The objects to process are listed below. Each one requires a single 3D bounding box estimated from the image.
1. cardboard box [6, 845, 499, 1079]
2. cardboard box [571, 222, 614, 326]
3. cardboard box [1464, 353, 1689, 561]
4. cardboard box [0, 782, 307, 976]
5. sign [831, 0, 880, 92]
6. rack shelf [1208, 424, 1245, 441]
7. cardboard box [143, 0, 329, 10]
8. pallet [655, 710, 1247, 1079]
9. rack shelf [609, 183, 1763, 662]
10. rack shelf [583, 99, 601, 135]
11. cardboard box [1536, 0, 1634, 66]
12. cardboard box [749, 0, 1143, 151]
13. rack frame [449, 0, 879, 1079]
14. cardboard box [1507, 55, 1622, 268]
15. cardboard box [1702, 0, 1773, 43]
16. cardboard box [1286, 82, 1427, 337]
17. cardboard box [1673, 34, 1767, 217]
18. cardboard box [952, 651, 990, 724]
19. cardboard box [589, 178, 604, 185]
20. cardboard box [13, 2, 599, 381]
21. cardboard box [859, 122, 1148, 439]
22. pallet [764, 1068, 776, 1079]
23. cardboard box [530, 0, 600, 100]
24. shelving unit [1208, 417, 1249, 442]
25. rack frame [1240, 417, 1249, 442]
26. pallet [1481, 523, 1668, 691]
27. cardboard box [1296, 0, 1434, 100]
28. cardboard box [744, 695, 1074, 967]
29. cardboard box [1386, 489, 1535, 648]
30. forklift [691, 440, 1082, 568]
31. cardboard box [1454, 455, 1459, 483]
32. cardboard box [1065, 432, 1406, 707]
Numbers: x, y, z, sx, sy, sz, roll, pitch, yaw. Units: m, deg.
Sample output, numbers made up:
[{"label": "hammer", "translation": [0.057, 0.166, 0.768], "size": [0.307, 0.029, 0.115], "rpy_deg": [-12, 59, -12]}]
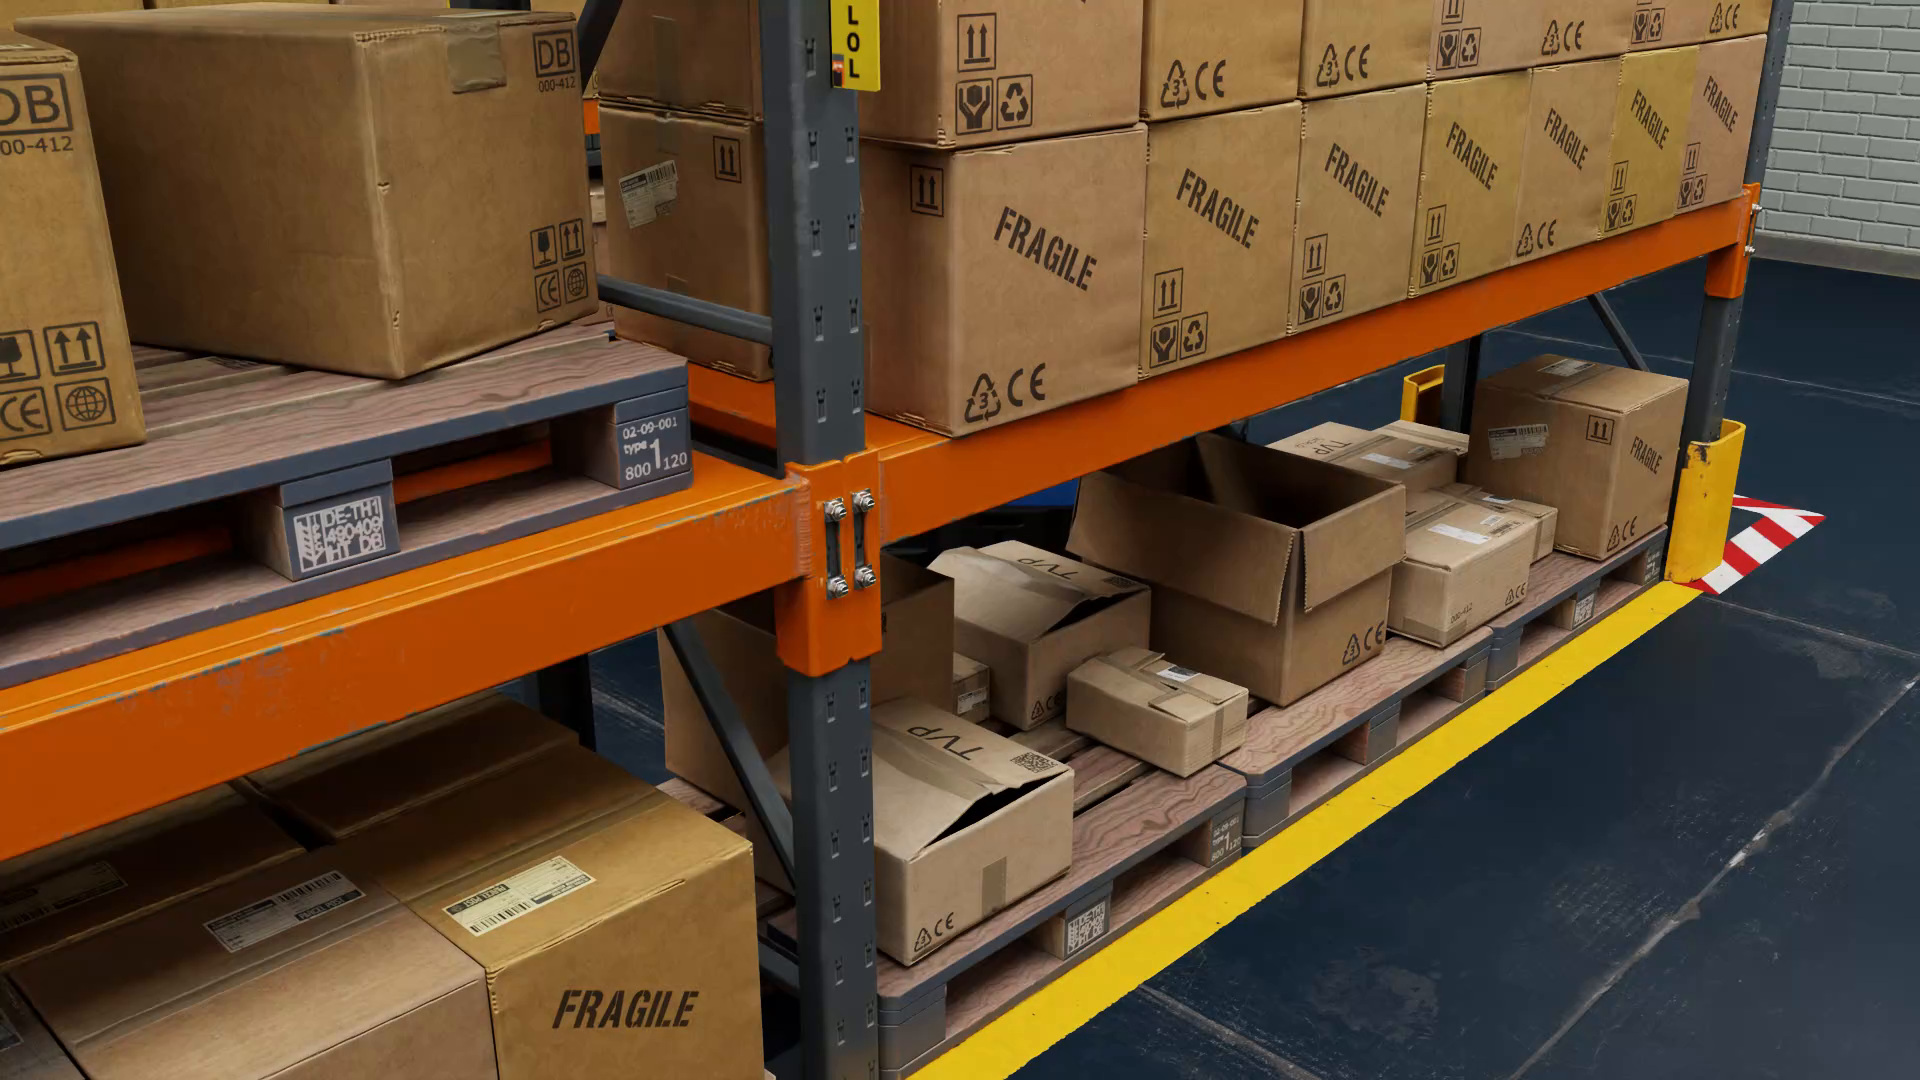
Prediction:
[{"label": "cardboard box", "translation": [-1.045, 0.861, 2.524], "size": [0.500, 0.500, 0.500], "rpy_deg": [19, 28, 41]}, {"label": "cardboard box", "translation": [-2.082, -1.387, 8.400], "size": [0.700, 0.500, 0.500], "rpy_deg": [19, 28, 40]}, {"label": "cardboard box", "translation": [2.032, -0.289, 5.517], "size": [0.500, 0.500, 0.500], "rpy_deg": [19, 28, 41]}, {"label": "cardboard box", "translation": [-1.431, 0.741, 2.837], "size": [0.500, 0.500, 0.500], "rpy_deg": [-20, 28, -41]}, {"label": "sign", "translation": [-0.155, -0.826, 2.430], "size": [0.100, 0.325, 0.005], "rpy_deg": [19, 28, 41]}, {"label": "rack shelf", "translation": [0.913, -0.378, 6.127], "size": [0.200, 0.077, 0.258], "rpy_deg": [2, 21, -8]}, {"label": "cardboard box", "translation": [-3.204, -2.124, 7.003], "size": [0.980, 0.700, 0.700], "rpy_deg": [18, 28, 39]}, {"label": "pallet", "translation": [-0.075, 0.702, 3.955], "size": [1.003, 0.211, 1.213], "rpy_deg": [19, 28, 41]}, {"label": "rack shelf", "translation": [0.840, -0.602, 4.463], "size": [1.077, 0.370, 4.000], "rpy_deg": [19, 28, 41]}, {"label": "rack shelf", "translation": [-2.712, -1.841, 7.686], "size": [1.077, 0.370, 4.000], "rpy_deg": [19, 28, 41]}, {"label": "cardboard box", "translation": [1.412, -1.518, 4.309], "size": [0.500, 0.500, 0.500], "rpy_deg": [-19, 28, -41]}, {"label": "cardboard box", "translation": [-0.025, -0.988, 2.931], "size": [0.500, 0.500, 0.500], "rpy_deg": [-19, 28, -41]}, {"label": "rack frame", "translation": [-0.555, -0.424, 2.996], "size": [1.000, 3.000, 0.127], "rpy_deg": [19, 28, 41]}, {"label": "cardboard box", "translation": [1.406, -1.054, 4.497], "size": [0.500, 0.500, 0.500], "rpy_deg": [20, 28, 41]}, {"label": "cardboard box", "translation": [2.122, -1.782, 4.997], "size": [0.500, 0.500, 0.500], "rpy_deg": [19, 28, 40]}, {"label": "cardboard box", "translation": [0.701, -0.794, 3.820], "size": [0.500, 0.500, 0.500], "rpy_deg": [19, 28, 40]}, {"label": "cardboard box", "translation": [2.118, -1.315, 5.177], "size": [0.500, 0.500, 0.500], "rpy_deg": [-19, 28, -40]}, {"label": "cardboard box", "translation": [-0.142, 0.373, 4.285], "size": [0.380, 0.149, 0.250], "rpy_deg": [19, 28, 41]}, {"label": "cardboard box", "translation": [-1.692, -1.739, 8.414], "size": [0.380, 0.149, 0.250], "rpy_deg": [19, 28, 40]}, {"label": "cardboard box", "translation": [-1.046, -0.601, 2.732], "size": [0.700, 0.500, 0.500], "rpy_deg": [9, 23, 23]}, {"label": "cardboard box", "translation": [-0.004, -0.533, 3.142], "size": [0.500, 0.500, 0.500], "rpy_deg": [-19, 28, -41]}, {"label": "pallet", "translation": [-1.096, 1.096, 2.928], "size": [1.003, 0.211, 1.213], "rpy_deg": [19, 28, 41]}, {"label": "cardboard box", "translation": [-2.165, -2.508, 7.999], "size": [0.980, 0.700, 0.700], "rpy_deg": [19, 28, 40]}, {"label": "shelving unit", "translation": [0.923, -0.493, 6.084], "size": [0.210, 0.900, 0.258], "rpy_deg": [2, 21, -8]}, {"label": "rack frame", "translation": [1.023, -0.491, 6.099], "size": [0.006, 0.900, 0.240], "rpy_deg": [2, 21, -8]}, {"label": "pallet", "translation": [1.627, 0.074, 5.587], "size": [1.003, 0.211, 1.213], "rpy_deg": [19, 28, 41]}, {"label": "cardboard box", "translation": [0.694, -1.253, 3.620], "size": [0.500, 0.500, 0.500], "rpy_deg": [18, 28, 39]}, {"label": "cardboard box", "translation": [-0.107, 0.572, 3.540], "size": [0.500, 0.311, 0.500], "rpy_deg": [19, 28, 41]}, {"label": "cardboard box", "translation": [1.348, 0.064, 4.946], "size": [0.500, 0.250, 0.500], "rpy_deg": [19, 28, 41]}, {"label": "forklift", "translation": [-0.747, -1.373, 5.563], "size": [3.031, 2.935, 1.130], "rpy_deg": [0, 21, 0]}, {"label": "cardboard box", "translation": [1.522, -0.249, 5.877], "size": [0.380, 0.166, 0.250], "rpy_deg": [19, 28, 41]}, {"label": "cardboard box", "translation": [0.752, 0.052, 4.625], "size": [0.797, 0.503, 0.637], "rpy_deg": [19, 28, 41]}]
